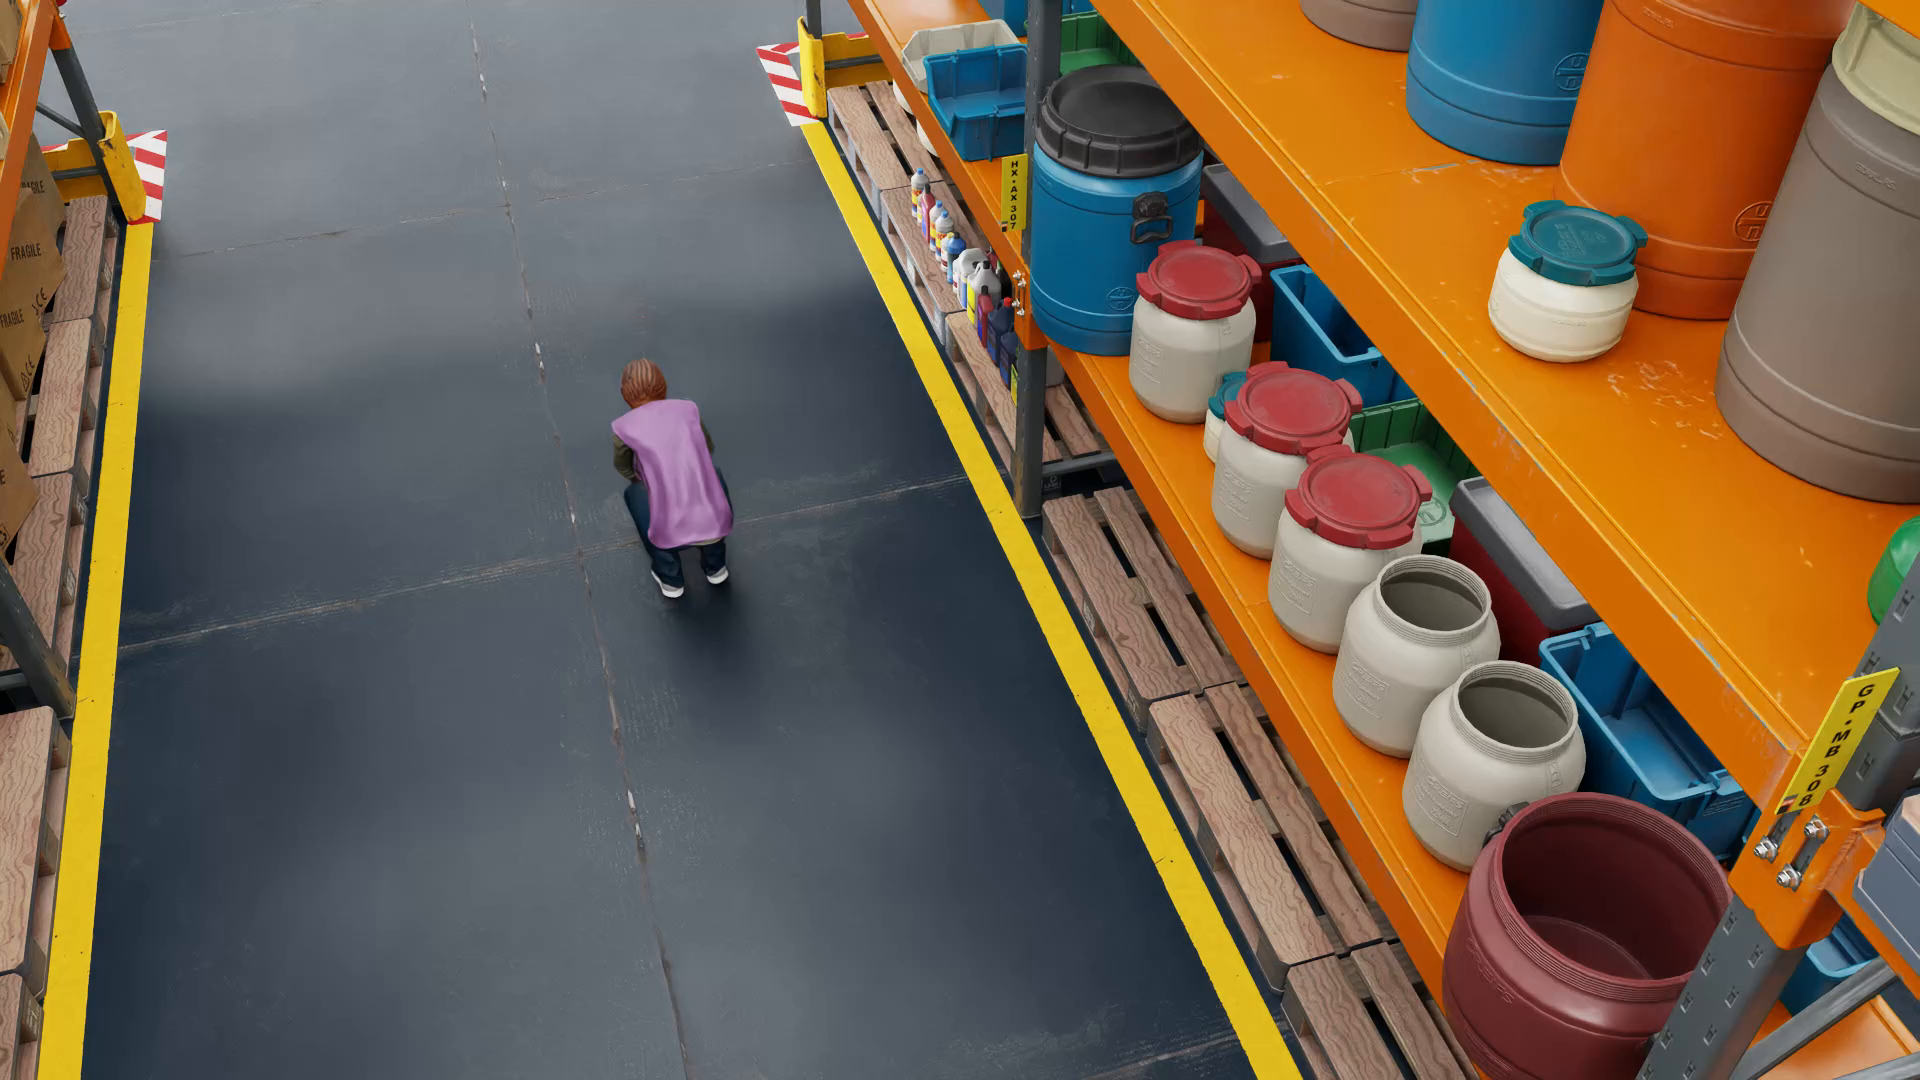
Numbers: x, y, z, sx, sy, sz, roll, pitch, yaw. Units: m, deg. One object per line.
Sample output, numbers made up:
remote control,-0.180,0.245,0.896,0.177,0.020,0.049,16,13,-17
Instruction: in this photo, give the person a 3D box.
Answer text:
person,-1.200,-0.239,6.956,0.438,0.882,0.811,-12,44,-13
